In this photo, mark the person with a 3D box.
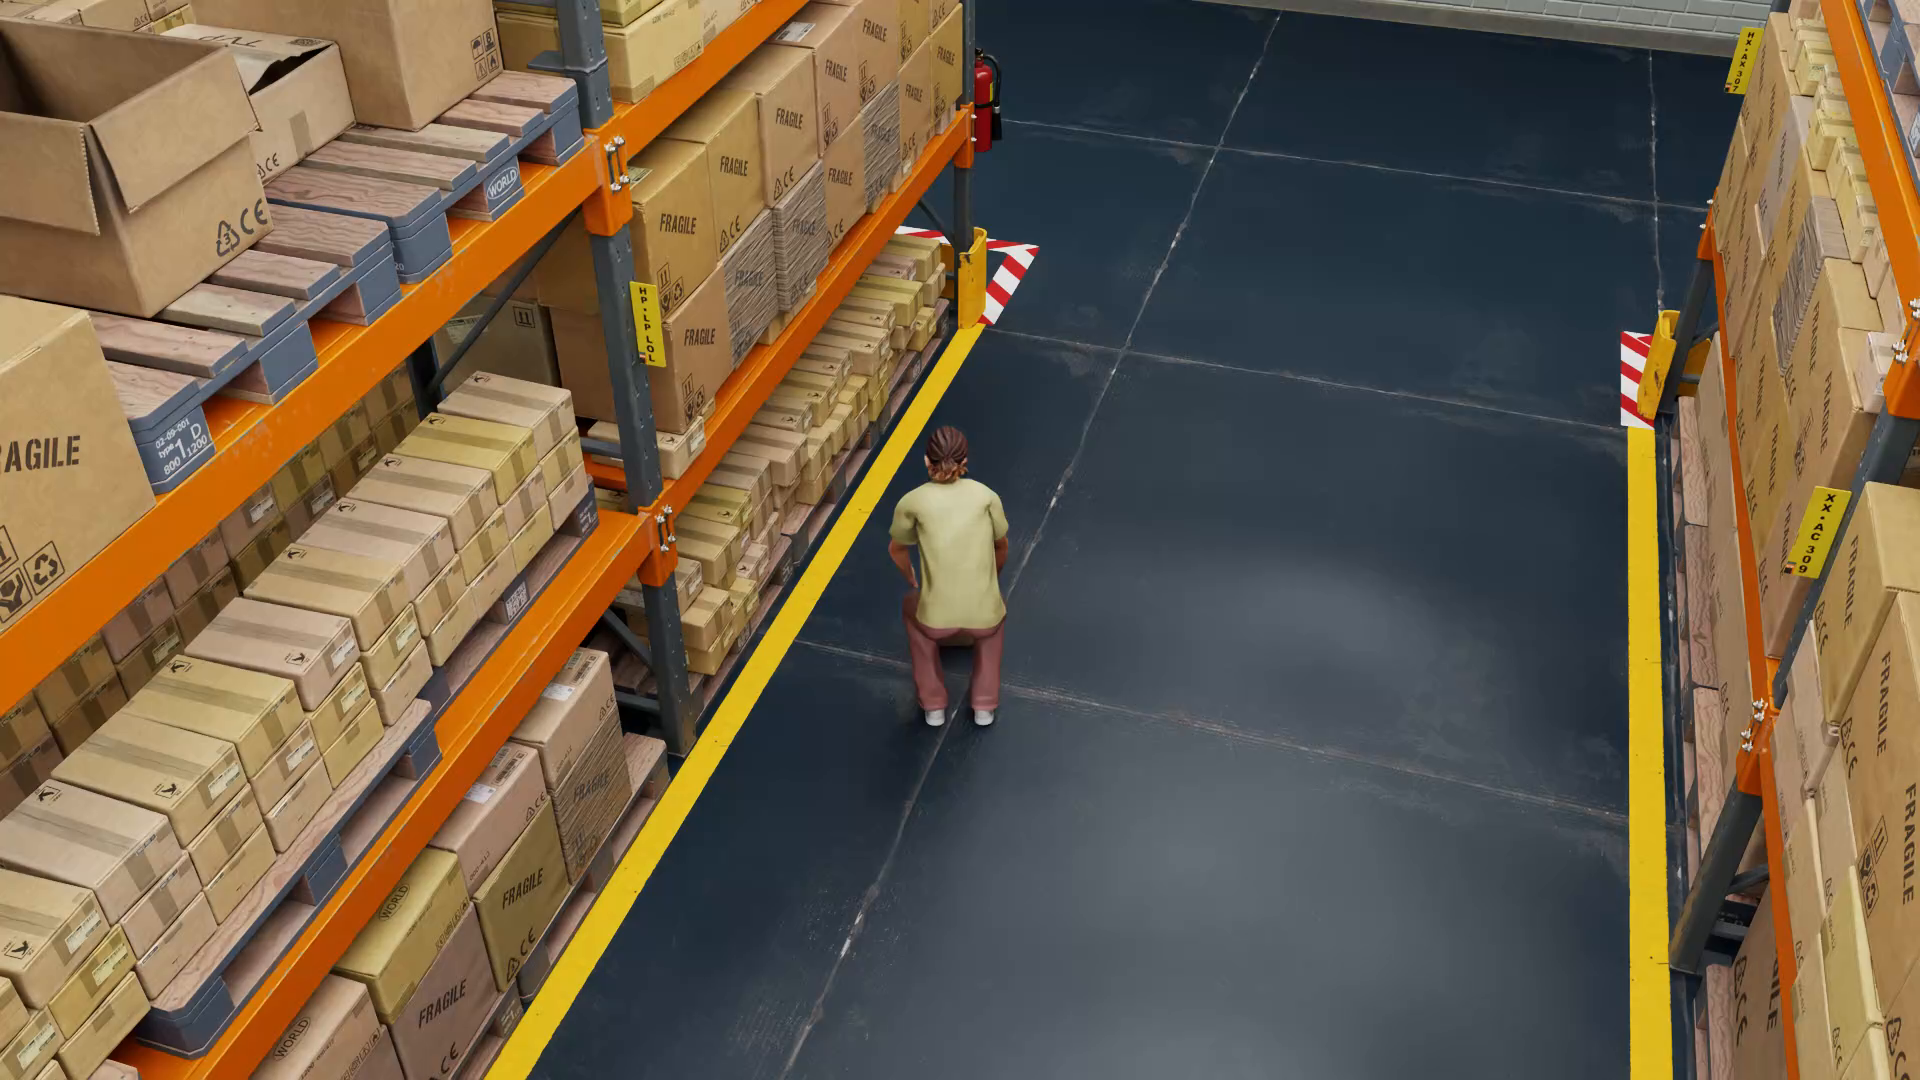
[{"bbox_3d":[-0.044,0.188,7.002,0.510,1.246,0.709,-1,37,-1],"label":"person"}]
